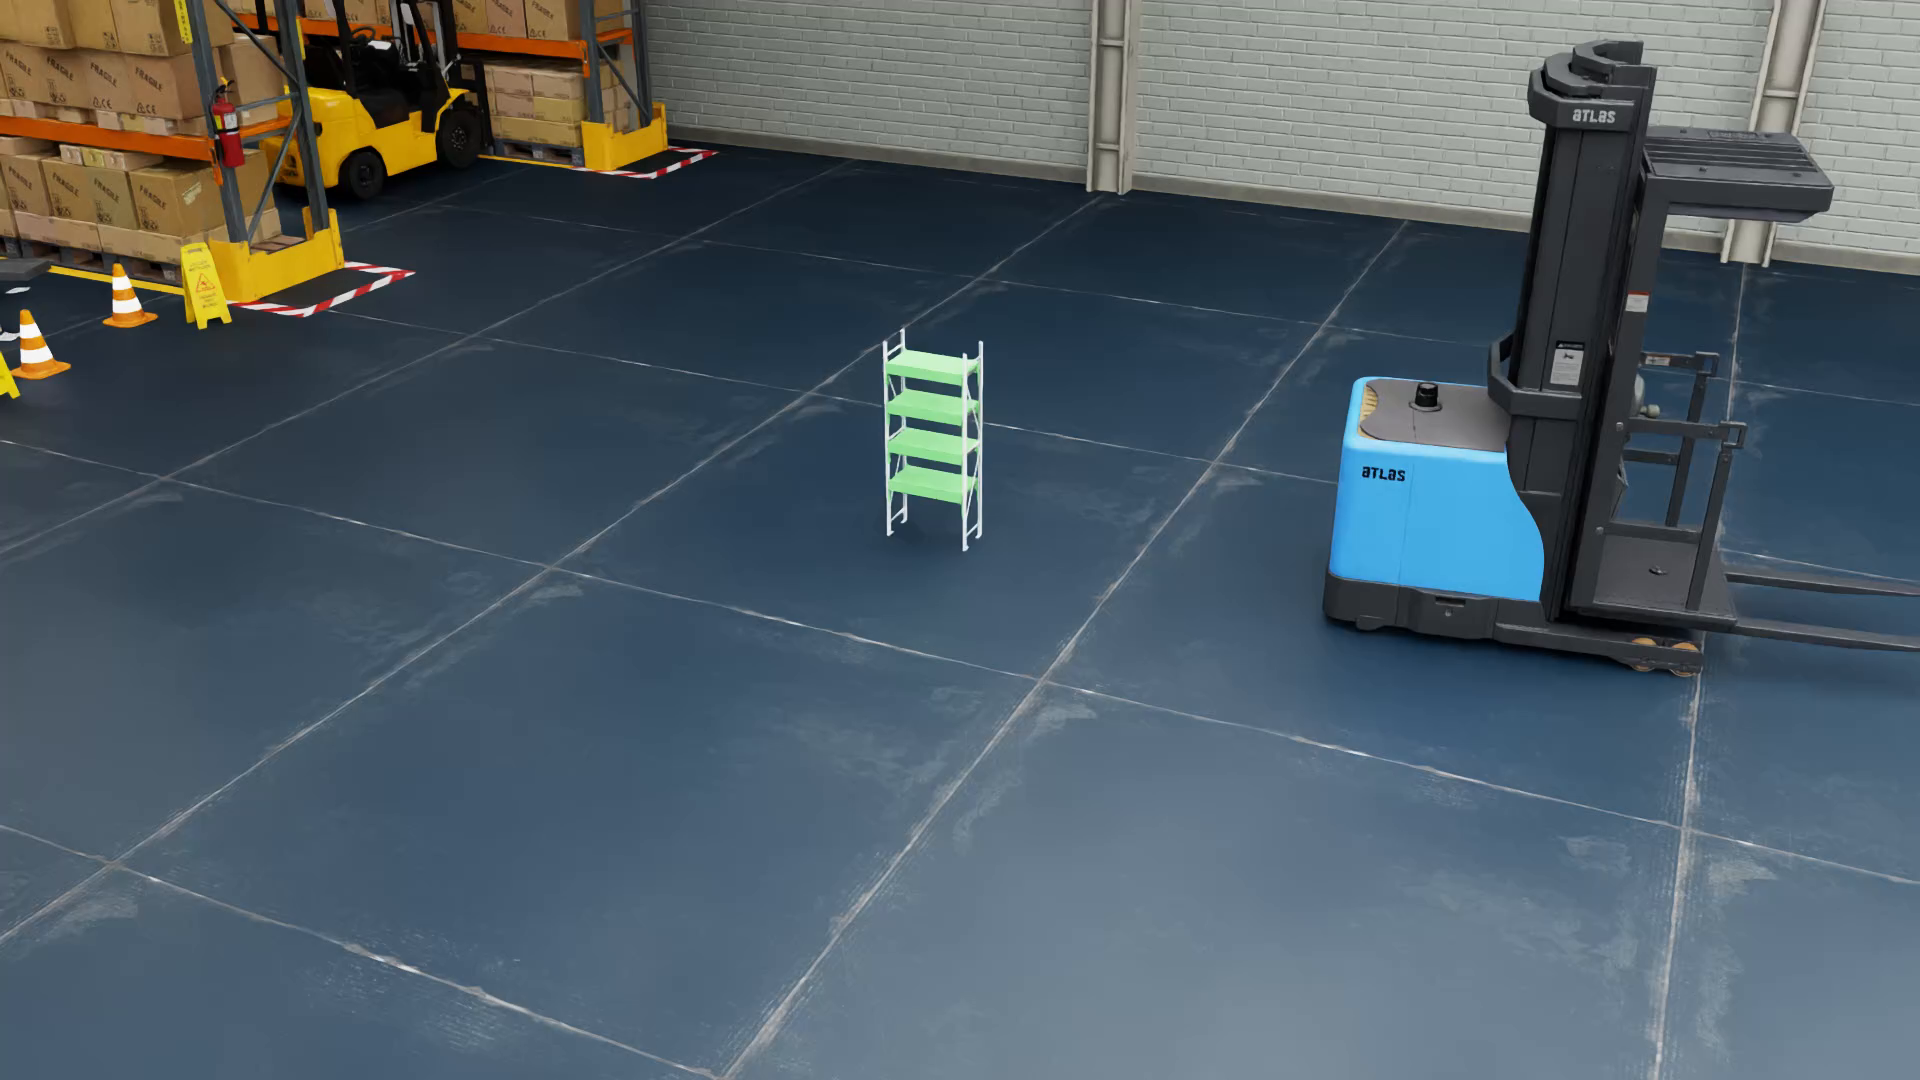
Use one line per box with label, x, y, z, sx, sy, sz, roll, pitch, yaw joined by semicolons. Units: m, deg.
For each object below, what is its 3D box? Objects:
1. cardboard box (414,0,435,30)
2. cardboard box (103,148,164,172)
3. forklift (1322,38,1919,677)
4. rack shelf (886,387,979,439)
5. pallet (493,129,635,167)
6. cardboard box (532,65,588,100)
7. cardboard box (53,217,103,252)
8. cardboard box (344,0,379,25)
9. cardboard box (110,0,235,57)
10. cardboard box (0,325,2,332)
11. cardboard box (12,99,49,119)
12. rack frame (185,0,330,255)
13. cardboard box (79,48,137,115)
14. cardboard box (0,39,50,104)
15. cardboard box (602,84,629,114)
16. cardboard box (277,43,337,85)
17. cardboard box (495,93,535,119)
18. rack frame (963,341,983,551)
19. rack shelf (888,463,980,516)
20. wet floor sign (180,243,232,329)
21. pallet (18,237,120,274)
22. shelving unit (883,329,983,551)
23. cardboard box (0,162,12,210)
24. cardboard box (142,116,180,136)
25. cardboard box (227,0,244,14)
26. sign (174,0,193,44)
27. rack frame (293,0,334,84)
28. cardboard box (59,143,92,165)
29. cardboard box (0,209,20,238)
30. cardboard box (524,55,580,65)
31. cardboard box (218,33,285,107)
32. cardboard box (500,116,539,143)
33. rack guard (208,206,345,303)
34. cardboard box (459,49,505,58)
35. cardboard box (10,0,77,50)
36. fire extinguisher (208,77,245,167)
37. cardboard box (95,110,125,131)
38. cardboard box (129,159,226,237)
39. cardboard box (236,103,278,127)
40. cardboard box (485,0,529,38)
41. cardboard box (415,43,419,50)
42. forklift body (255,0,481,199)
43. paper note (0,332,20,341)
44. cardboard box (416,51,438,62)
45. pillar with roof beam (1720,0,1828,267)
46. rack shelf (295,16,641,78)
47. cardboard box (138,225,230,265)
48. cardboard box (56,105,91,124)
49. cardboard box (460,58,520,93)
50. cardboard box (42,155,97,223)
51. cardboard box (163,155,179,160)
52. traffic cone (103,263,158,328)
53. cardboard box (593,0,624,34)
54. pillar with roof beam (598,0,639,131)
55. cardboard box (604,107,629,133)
cardboard box;-5.626;-5.853;18.129;0.500;0.500;0.500;12;28;22
cardboard box;-6.922;-3.211;13.931;0.250;0.149;0.380;12;29;23
forklift;3.500;-0.889;8.238;3.031;2.935;1.130;7;27;14
rack shelf;-0.151;-0.727;9.469;0.480;0.148;0.258;11;28;22
pallet;-4.385;-4.416;18.480;1.213;0.211;1.003;11;28;22
cardboard box;-4.220;-4.906;17.825;0.500;0.250;0.500;12;29;24
cardboard box;-7.517;-2.733;14.543;0.500;0.250;0.500;10;28;20
cardboard box;-6.536;-6.045;18.520;0.500;0.500;0.500;12;29;23
cardboard box;-6.279;-4.180;13.262;0.500;0.500;0.700;11;28;21
cardboard box;-7.752;-1.696;13.026;0.380;0.149;0.250;-18;31;-31
cardboard box;-7.809;-3.707;14.168;0.250;0.149;0.380;11;28;22
rack frame;-5.723;-3.547;13.559;0.127;3.000;1.000;11;28;22
cardboard box;-6.785;-3.808;13.638;0.500;0.500;0.500;11;28;22
cardboard box;-7.693;-4.001;14.030;0.500;0.500;0.500;12;29;22
cardboard box;-4.014;-4.893;18.363;0.500;0.250;0.500;12;29;23
cardboard box;-7.793;-5.489;19.716;0.625;0.625;0.875;13;29;24
cardboard box;-4.696;-4.782;18.139;0.500;0.250;0.500;11;28;21
rack frame;0.071;-0.524;9.456;0.015;1.200;0.240;11;28;22
rack shelf;-0.151;-0.296;9.681;0.480;0.148;0.258;11;28;22
wet floor sign;-5.993;-2.026;13.135;0.232;0.644;0.267;23;35;39
pallet;-7.624;-2.697;14.988;1.213;0.211;1.003;11;28;22
shelving unit;-0.151;-0.569;9.546;0.503;1.200;0.258;11;28;22
cardboard box;-8.447;-3.260;14.765;0.500;0.500;0.500;13;29;24
cardboard box;-6.429;-3.419;13.582;0.250;0.149;0.380;11;28;21
cardboard box;-8.340;-6.285;19.289;0.500;0.250;0.500;11;28;22
sign;-5.971;-3.989;12.788;0.005;0.325;0.100;11;28;22
rack frame;-7.313;-6.275;19.100;0.127;3.000;1.000;11;28;22
cardboard box;-7.389;-3.308;14.126;0.250;0.149;0.380;13;29;24
cardboard box;-8.448;-2.924;14.931;0.500;0.250;0.500;13;29;25
cardboard box;-4.487;-5.201;18.424;0.500;0.250;0.500;11;28;22
cardboard box;-6.040;-3.924;13.874;0.500;0.500;0.500;11;28;21
cardboard box;-4.679;-4.552;18.238;0.500;0.250;0.500;11;28;22
rack guard;-5.792;-2.440;14.140;0.348;0.500;1.175;11;28;22
cardboard box;-5.402;-5.393;18.814;0.500;0.250;0.500;11;28;21
cardboard box;-7.243;-4.327;13.562;0.500;0.500;0.700;11;28;21
fire extinguisher;-5.810;-3.306;13.158;0.183;0.674;0.296;11;28;22
cardboard box;-6.900;-3.509;13.766;0.250;0.149;0.380;12;29;23
cardboard box;-6.560;-2.880;13.993;0.500;0.500;0.500;12;28;22
cardboard box;-5.947;-3.580;13.910;0.250;0.149;0.380;11;28;22
cardboard box;-4.697;-5.672;17.761;0.500;0.500;0.500;12;29;23
cardboard box;-6.318;-5.580;19.193;0.500;0.250;0.500;11;28;21
forklift body;-6.153;-4.776;17.016;1.214;2.155;2.313;11;28;22
paper note;-7.408;-1.588;12.941;0.142;0.019;0.148;2;26;4
cardboard box;-6.084;-5.280;18.584;0.500;0.250;0.500;12;29;24
pillar with roof beam;5.209;-4.800;9.312;0.400;9.000;9.100;11;28;22
rack shelf;-5.492;-5.587;18.516;4.000;0.370;1.077;11;28;22
cardboard box;-6.592;-2.546;14.163;0.500;0.250;0.500;11;28;22
cardboard box;-7.345;-3.623;13.997;0.250;0.149;0.380;11;28;21
cardboard box;-5.151;-5.085;18.189;0.500;0.250;0.500;12;29;22
cardboard box;-7.493;-3.069;14.377;0.500;0.500;0.500;11;28;21
cardboard box;-6.843;-3.195;14.633;0.500;0.500;0.500;10;28;20
traffic cone;-6.649;-1.969;13.226;0.334;0.463;0.336;11;28;22
cardboard box;-4.008;-5.791;18.003;0.500;0.500;0.500;12;29;23
pillar with roof beam;-5.715;-6.994;13.768;0.400;9.000;9.100;11;28;22
cardboard box;-4.038;-4.667;18.471;0.500;0.250;0.500;11;28;22
